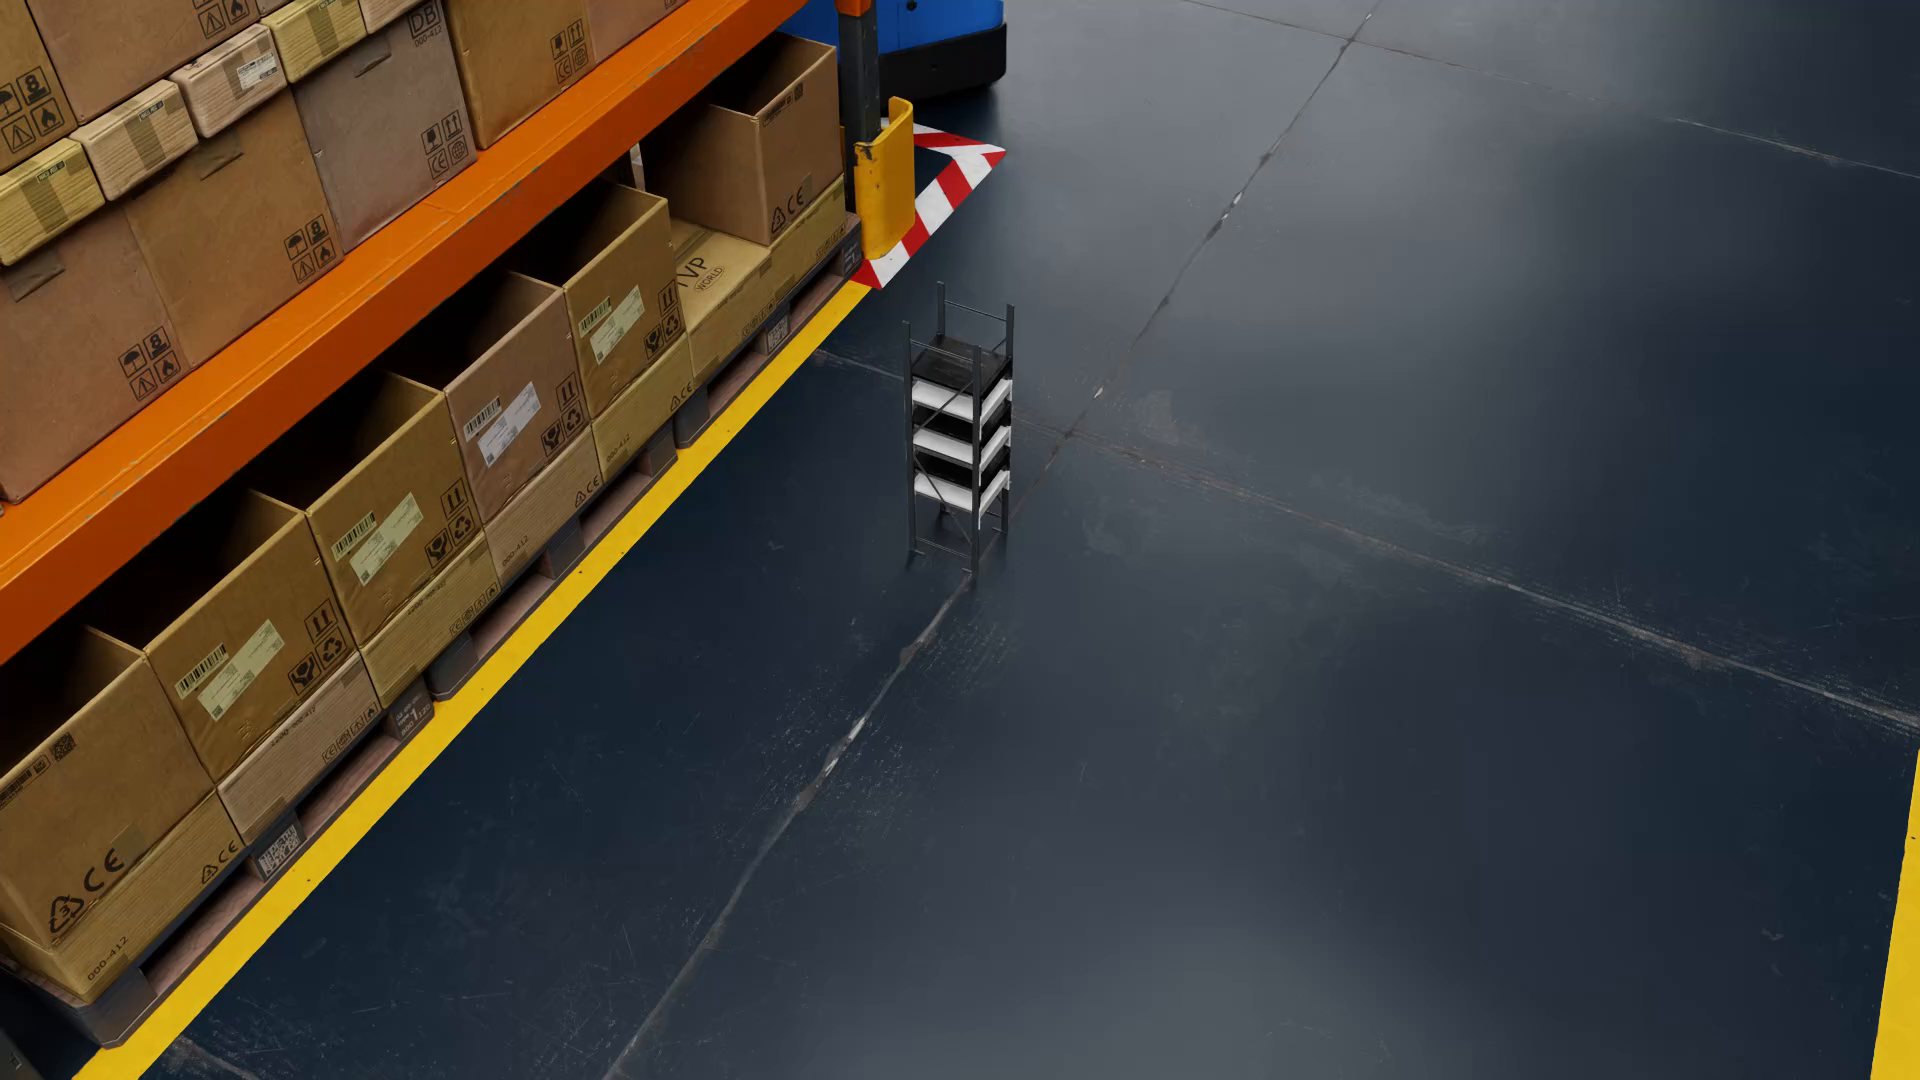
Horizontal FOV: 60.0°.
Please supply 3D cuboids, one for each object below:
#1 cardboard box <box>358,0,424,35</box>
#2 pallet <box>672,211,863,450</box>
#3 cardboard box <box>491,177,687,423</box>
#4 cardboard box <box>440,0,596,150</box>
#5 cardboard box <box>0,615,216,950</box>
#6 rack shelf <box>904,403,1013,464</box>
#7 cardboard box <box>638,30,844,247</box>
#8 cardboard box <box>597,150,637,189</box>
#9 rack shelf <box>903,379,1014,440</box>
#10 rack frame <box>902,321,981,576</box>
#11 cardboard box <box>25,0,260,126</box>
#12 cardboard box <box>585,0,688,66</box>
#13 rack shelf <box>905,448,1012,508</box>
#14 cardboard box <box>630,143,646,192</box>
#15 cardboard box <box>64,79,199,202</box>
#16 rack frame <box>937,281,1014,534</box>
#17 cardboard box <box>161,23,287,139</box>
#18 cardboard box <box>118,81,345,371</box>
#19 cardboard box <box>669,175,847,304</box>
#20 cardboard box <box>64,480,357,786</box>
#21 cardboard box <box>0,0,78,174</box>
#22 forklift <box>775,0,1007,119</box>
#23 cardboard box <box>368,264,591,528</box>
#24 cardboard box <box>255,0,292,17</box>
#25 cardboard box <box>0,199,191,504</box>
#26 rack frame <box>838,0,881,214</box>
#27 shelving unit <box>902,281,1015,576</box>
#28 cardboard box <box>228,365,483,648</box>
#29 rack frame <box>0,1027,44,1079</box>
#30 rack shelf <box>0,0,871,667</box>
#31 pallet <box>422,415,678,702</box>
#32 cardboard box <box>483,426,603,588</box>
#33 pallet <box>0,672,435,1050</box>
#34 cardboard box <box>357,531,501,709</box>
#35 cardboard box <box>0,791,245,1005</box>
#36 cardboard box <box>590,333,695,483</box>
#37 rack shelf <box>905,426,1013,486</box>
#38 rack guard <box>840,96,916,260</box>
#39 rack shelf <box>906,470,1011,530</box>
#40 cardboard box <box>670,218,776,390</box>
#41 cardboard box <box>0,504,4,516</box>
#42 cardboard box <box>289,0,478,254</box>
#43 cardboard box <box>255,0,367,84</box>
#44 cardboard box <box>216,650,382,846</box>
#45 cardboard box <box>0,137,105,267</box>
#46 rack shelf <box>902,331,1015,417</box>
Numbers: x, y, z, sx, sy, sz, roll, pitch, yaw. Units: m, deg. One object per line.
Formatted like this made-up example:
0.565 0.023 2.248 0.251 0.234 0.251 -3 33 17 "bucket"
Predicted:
-1.486 -1.366 3.965 0.380 0.149 0.250 20 49 19 "cardboard box"
-1.077 -0.909 6.000 1.003 0.211 1.213 20 49 19 "pallet"
-1.196 -0.758 5.001 0.500 0.500 0.500 20 49 19 "cardboard box"
-1.462 -1.487 4.540 0.700 0.500 0.500 21 49 19 "cardboard box"
-2.123 0.502 3.756 0.500 0.500 0.500 20 49 19 "cardboard box"
-0.004 -0.351 4.885 0.258 0.077 0.200 20 49 19 "rack shelf"
-0.744 -1.393 5.629 0.500 0.500 0.500 20 49 19 "cardboard box"
-1.435 -1.249 5.486 0.500 0.500 0.500 20 49 19 "cardboard box"
-0.004 -0.414 4.821 0.258 0.077 0.200 20 49 19 "rack shelf"
-0.051 -0.247 4.862 0.240 0.900 0.006 20 49 19 "rack frame"
-1.949 -1.272 3.415 0.700 0.500 0.500 20 49 19 "cardboard box"
-1.227 -1.797 4.847 0.700 0.500 0.500 22 49 20 "cardboard box"
-0.004 -0.225 5.013 0.258 0.077 0.200 20 49 19 "rack shelf"
-1.205 -1.301 6.065 0.500 0.250 0.500 20 49 19 "cardboard box"
-1.846 -0.877 3.482 0.380 0.149 0.250 19 48 18 "cardboard box"
0.043 -0.375 4.988 0.240 0.900 0.006 20 49 19 "rack frame"
-1.725 -1.046 3.649 0.380 0.149 0.250 19 48 18 "cardboard box"
-1.940 -0.831 3.892 0.700 0.500 0.500 21 49 20 "cardboard box"
-0.746 -1.130 5.896 0.500 0.250 0.500 20 49 19 "cardboard box"
-1.898 0.184 4.070 0.500 0.500 0.500 20 49 19 "cardboard box"
-2.182 -0.956 3.104 0.700 0.500 0.500 20 49 19 "cardboard box"
-0.887 -3.775 6.920 1.130 2.935 3.031 -18 48 -17 "forklift"
-1.429 -0.444 4.690 0.500 0.500 0.500 20 49 19 "cardboard box"
-1.717 -1.586 3.726 0.700 0.500 0.500 20 49 19 "cardboard box"
-2.176 -0.516 3.581 0.700 0.500 0.500 20 49 19 "cardboard box"
-0.759 -2.385 5.498 1.000 3.000 0.127 20 49 19 "rack frame"
-0.004 -0.311 4.925 0.258 0.900 0.210 20 49 19 "shelving unit"
-1.659 -0.128 4.378 0.500 0.500 0.500 20 49 19 "cardboard box"
-2.613 0.136 3.006 0.949 2.616 0.053 20 49 19 "rack frame"
-1.687 -0.872 4.508 1.077 0.370 4.000 20 49 19 "rack shelf"
-1.644 -0.143 5.243 1.003 0.211 1.213 20 49 19 "pallet"
-1.432 -0.181 4.958 0.500 0.250 0.500 20 49 19 "cardboard box"
-2.210 0.628 4.481 1.003 0.211 1.213 20 49 19 "pallet"
-1.659 0.136 4.645 0.500 0.250 0.500 20 49 19 "cardboard box"
-2.132 0.762 4.026 0.500 0.250 0.500 20 49 19 "cardboard box"
-1.198 -0.496 5.269 0.500 0.250 0.500 20 49 19 "cardboard box"
-0.004 -0.288 4.949 0.258 0.077 0.200 20 49 19 "rack shelf"
-0.748 -1.521 6.402 1.175 0.500 0.348 20 49 19 "rack guard"
-0.004 -0.161 5.077 0.258 0.077 0.200 20 49 19 "rack shelf"
-0.968 -0.811 5.581 0.500 0.250 0.500 20 49 19 "cardboard box"
-2.415 -0.181 3.250 0.700 0.500 0.500 19 48 18 "cardboard box"
-1.703 -1.154 4.211 0.700 0.500 0.500 22 49 20 "cardboard box"
-1.604 -1.210 3.811 0.380 0.149 0.250 20 49 19 "cardboard box"
-1.895 0.449 4.335 0.500 0.250 0.500 20 49 19 "cardboard box"
-1.964 -0.720 3.326 0.380 0.149 0.250 20 49 19 "cardboard box"
-0.004 -0.478 4.757 0.258 0.077 0.200 20 49 19 "rack shelf"
